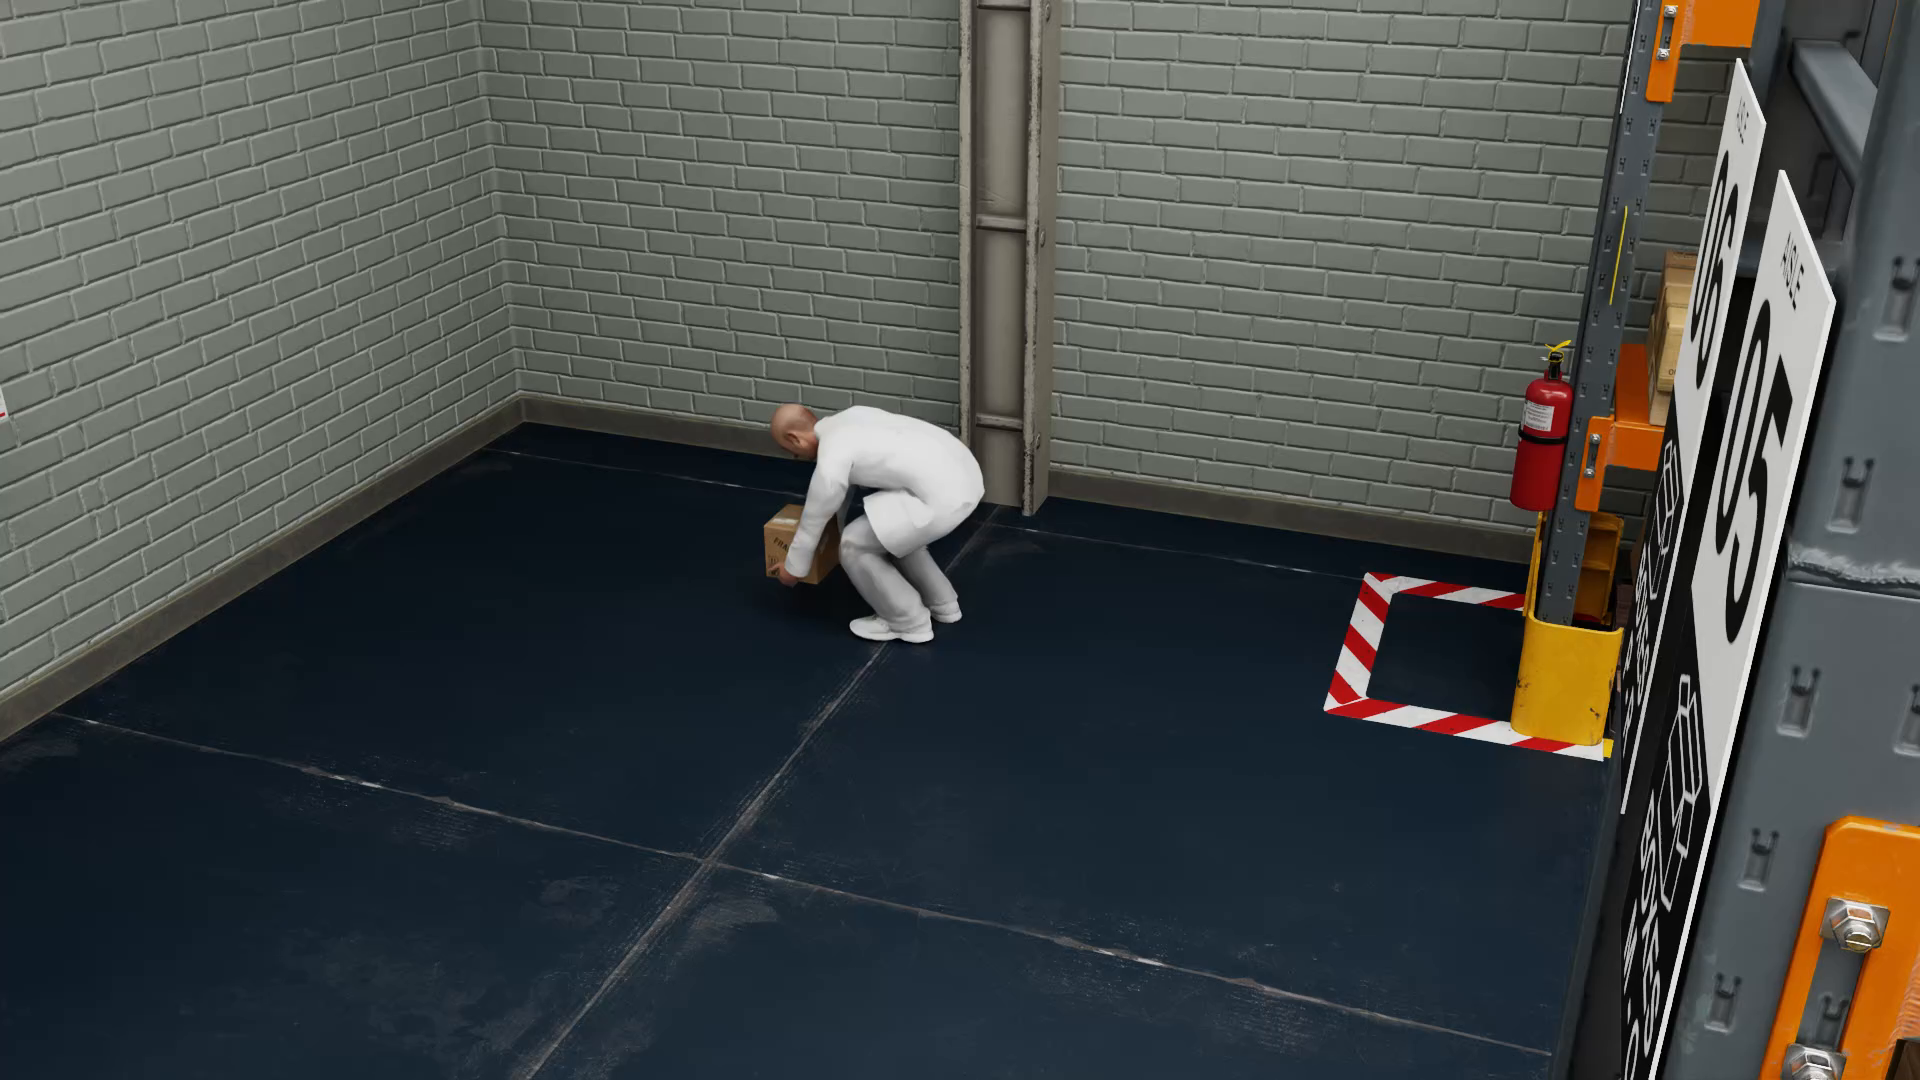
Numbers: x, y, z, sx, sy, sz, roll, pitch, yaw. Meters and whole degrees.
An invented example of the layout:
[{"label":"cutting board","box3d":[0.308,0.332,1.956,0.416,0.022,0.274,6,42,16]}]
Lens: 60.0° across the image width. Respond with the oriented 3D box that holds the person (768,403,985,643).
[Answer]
[{"label":"person","box3d":[-0.360,-0.080,7.218,0.942,0.986,0.587,8,26,15]}]
